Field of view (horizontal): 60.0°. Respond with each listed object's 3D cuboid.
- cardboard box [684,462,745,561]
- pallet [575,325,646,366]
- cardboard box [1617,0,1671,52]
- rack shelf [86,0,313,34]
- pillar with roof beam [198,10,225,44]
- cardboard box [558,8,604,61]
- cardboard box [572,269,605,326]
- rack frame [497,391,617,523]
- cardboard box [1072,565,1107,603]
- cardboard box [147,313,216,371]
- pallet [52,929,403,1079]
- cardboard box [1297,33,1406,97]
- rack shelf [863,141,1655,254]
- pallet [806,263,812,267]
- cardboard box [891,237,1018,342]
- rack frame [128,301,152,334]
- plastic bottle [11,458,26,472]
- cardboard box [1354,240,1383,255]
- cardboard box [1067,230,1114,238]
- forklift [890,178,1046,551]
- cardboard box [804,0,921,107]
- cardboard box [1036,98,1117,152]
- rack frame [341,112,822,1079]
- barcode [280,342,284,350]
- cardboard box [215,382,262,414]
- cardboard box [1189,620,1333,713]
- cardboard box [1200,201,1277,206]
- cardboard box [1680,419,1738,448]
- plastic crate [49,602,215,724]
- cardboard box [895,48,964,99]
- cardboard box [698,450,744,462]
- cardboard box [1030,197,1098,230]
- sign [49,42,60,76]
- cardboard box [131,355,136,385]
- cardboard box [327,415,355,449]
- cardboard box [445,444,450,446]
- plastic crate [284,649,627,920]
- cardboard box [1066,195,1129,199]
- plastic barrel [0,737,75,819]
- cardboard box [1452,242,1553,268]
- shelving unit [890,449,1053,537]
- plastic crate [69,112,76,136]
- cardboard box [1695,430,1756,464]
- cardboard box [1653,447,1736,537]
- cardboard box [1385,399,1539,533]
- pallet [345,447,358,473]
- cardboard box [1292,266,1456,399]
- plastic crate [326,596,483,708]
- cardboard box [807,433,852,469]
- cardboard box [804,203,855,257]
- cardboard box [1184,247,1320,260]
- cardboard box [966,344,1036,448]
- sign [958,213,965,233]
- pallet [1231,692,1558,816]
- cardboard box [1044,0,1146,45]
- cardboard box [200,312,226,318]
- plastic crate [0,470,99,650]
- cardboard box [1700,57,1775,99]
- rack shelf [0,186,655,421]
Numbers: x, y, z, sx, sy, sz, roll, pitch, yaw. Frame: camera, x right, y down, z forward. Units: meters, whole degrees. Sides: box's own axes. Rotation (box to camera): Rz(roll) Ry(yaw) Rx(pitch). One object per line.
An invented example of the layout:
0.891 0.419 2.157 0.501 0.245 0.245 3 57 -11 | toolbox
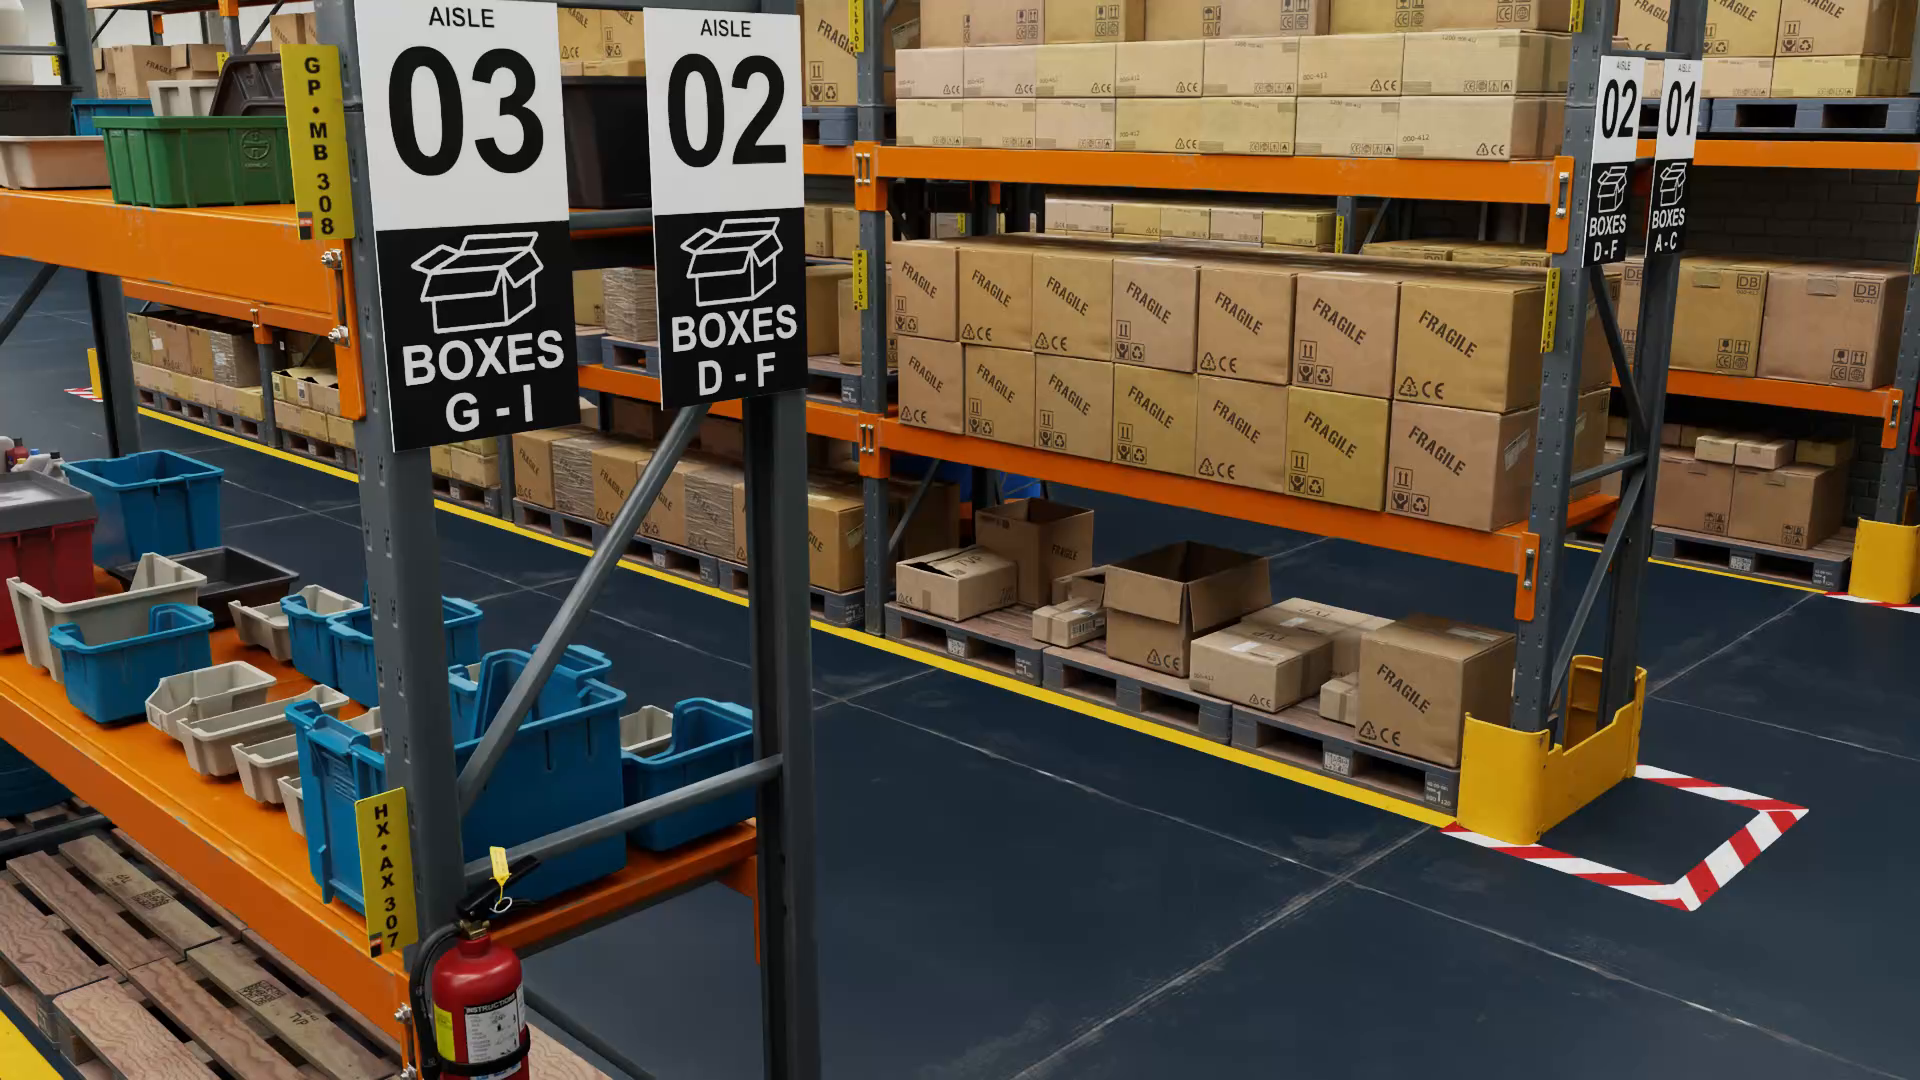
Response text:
-1.435 -0.195 10.816 0.500 0.500 0.500 14 20 43 | cardboard box
-2.513 -1.483 12.054 1.003 0.211 1.213 14 20 42 | pallet
4.695 -3.432 10.986 0.500 0.500 0.500 13 19 40 | cardboard box
-7.369 -5.093 15.850 4.000 0.370 1.077 14 20 42 | rack shelf
-15.895 -8.238 25.700 0.400 9.000 9.100 14 20 42 | pillar with roof beam
-2.373 -3.498 11.279 0.500 0.500 0.500 14 20 42 | cardboard box
-2.518 -1.843 12.026 0.500 0.500 0.700 7 16 24 | cardboard box
-3.050 -1.681 12.436 0.127 3.000 1.000 14 20 42 | rack frame
0.977 0.286 9.344 0.500 0.311 0.500 14 20 42 | cardboard box
-7.847 -2.010 16.832 0.500 0.500 0.500 14 20 42 | cardboard box
-2.172 1.602 5.366 1.213 0.211 1.003 14 20 42 | pallet
1.802 -2.033 7.143 0.500 0.250 0.500 14 20 42 | cardboard box
1.270 -1.735 8.118 4.000 0.370 1.077 14 20 42 | rack shelf
-2.044 -3.028 17.985 1.213 0.211 1.003 14 20 42 | pallet
-0.026 -1.380 9.098 0.500 0.500 0.500 -14 20 -43 | cardboard box
-8.809 -3.081 17.809 0.127 3.000 1.000 14 20 42 | rack frame
-4.148 -0.260 7.376 0.097 0.201 0.097 0 15 0 | plastic bottle
3.109 -2.209 13.634 0.500 0.500 0.500 13 19 40 | cardboard box
1.285 -2.471 14.640 0.500 0.500 0.500 14 20 42 | cardboard box
0.071 -1.600 12.259 1.130 2.935 3.031 0 15 2 | forklift
-0.482 -2.834 9.682 0.600 0.600 0.600 11 18 37 | cardboard box
0.724 -2.054 8.215 0.500 0.250 0.500 14 20 42 | cardboard box
-0.731 0.617 3.614 0.127 3.000 1.000 14 20 42 | rack frame
-6.034 -1.729 14.800 0.075 0.075 0.001 14 20 42 | barcode
-6.768 -1.385 15.918 0.500 0.250 0.500 14 20 42 | cardboard box
1.484 0.614 8.206 0.500 0.250 0.500 14 20 42 | cardboard box
2.370 -2.751 14.226 0.500 0.250 0.500 13 19 40 | cardboard box
5.255 -0.740 11.660 0.250 0.149 0.380 14 20 43 | cardboard box
-2.388 0.356 4.829 0.300 0.233 0.416 14 20 42 | plastic crate
0.007 -2.472 8.827 0.500 0.250 0.500 14 20 42 | cardboard box
-1.459 -0.382 11.535 0.500 0.500 0.500 13 19 40 | cardboard box
0.921 -2.926 14.897 0.500 0.250 0.500 13 20 41 | cardboard box
-9.198 -4.895 16.928 0.005 0.325 0.100 14 20 42 | sign
-8.577 -1.820 17.588 0.500 0.250 0.500 14 20 42 | cardboard box
-5.069 -0.959 14.282 0.500 0.250 0.500 13 19 41 | cardboard box
-3.976 -0.962 13.184 0.500 0.311 0.500 13 20 41 | cardboard box
-1.102 0.546 3.697 0.499 0.435 0.616 14 20 42 | plastic crate
1.263 -3.022 15.268 0.500 0.250 0.500 13 19 40 | cardboard box
-3.991 0.631 6.890 0.708 0.901 0.600 14 20 42 | plastic barrel
4.166 -1.800 12.295 0.700 0.700 0.980 13 19 41 | cardboard box
0.020 -0.320 10.779 1.048 1.125 0.538 -1 15 43 | shelving unit
-3.096 -1.413 5.875 0.662 0.188 0.450 14 20 42 | plastic crate
5.168 -0.627 11.227 0.380 0.149 0.250 -14 20 -43 | cardboard box
5.211 -0.367 11.514 0.500 0.500 0.700 14 20 42 | cardboard box
2.198 -0.359 7.161 0.500 0.500 0.500 -14 20 -42 | cardboard box
-4.489 -0.697 14.187 1.213 0.211 1.003 14 20 42 | pallet
1.834 -0.930 7.370 0.500 0.500 0.500 -14 20 -43 | cardboard box
-1.629 0.336 4.907 0.300 0.233 0.416 14 20 42 | plastic crate
-1.069 -0.651 11.081 0.500 0.250 0.500 14 20 42 | cardboard box
-1.258 -3.239 17.341 0.700 0.500 0.500 -11 18 -37 | cardboard box
1.468 -1.206 8.431 0.500 0.500 0.500 13 20 42 | cardboard box
0.378 -0.802 8.863 0.500 0.500 0.500 14 20 43 | cardboard box
0.016 -3.003 15.369 0.005 0.325 0.100 14 20 42 | sign
2.080 0.916 8.000 1.213 0.211 1.003 14 20 42 | pallet
0.832 -2.687 8.166 0.500 0.500 0.700 14 20 42 | cardboard box
-7.486 -2.105 17.194 0.500 0.500 0.500 14 20 42 | cardboard box
-3.142 0.059 5.511 0.583 0.464 0.402 14 20 42 | plastic crate
5.058 -2.982 10.747 0.500 0.250 0.500 13 19 40 | cardboard box
-2.171 -0.836 4.670 4.000 0.370 1.077 14 20 42 | rack shelf
